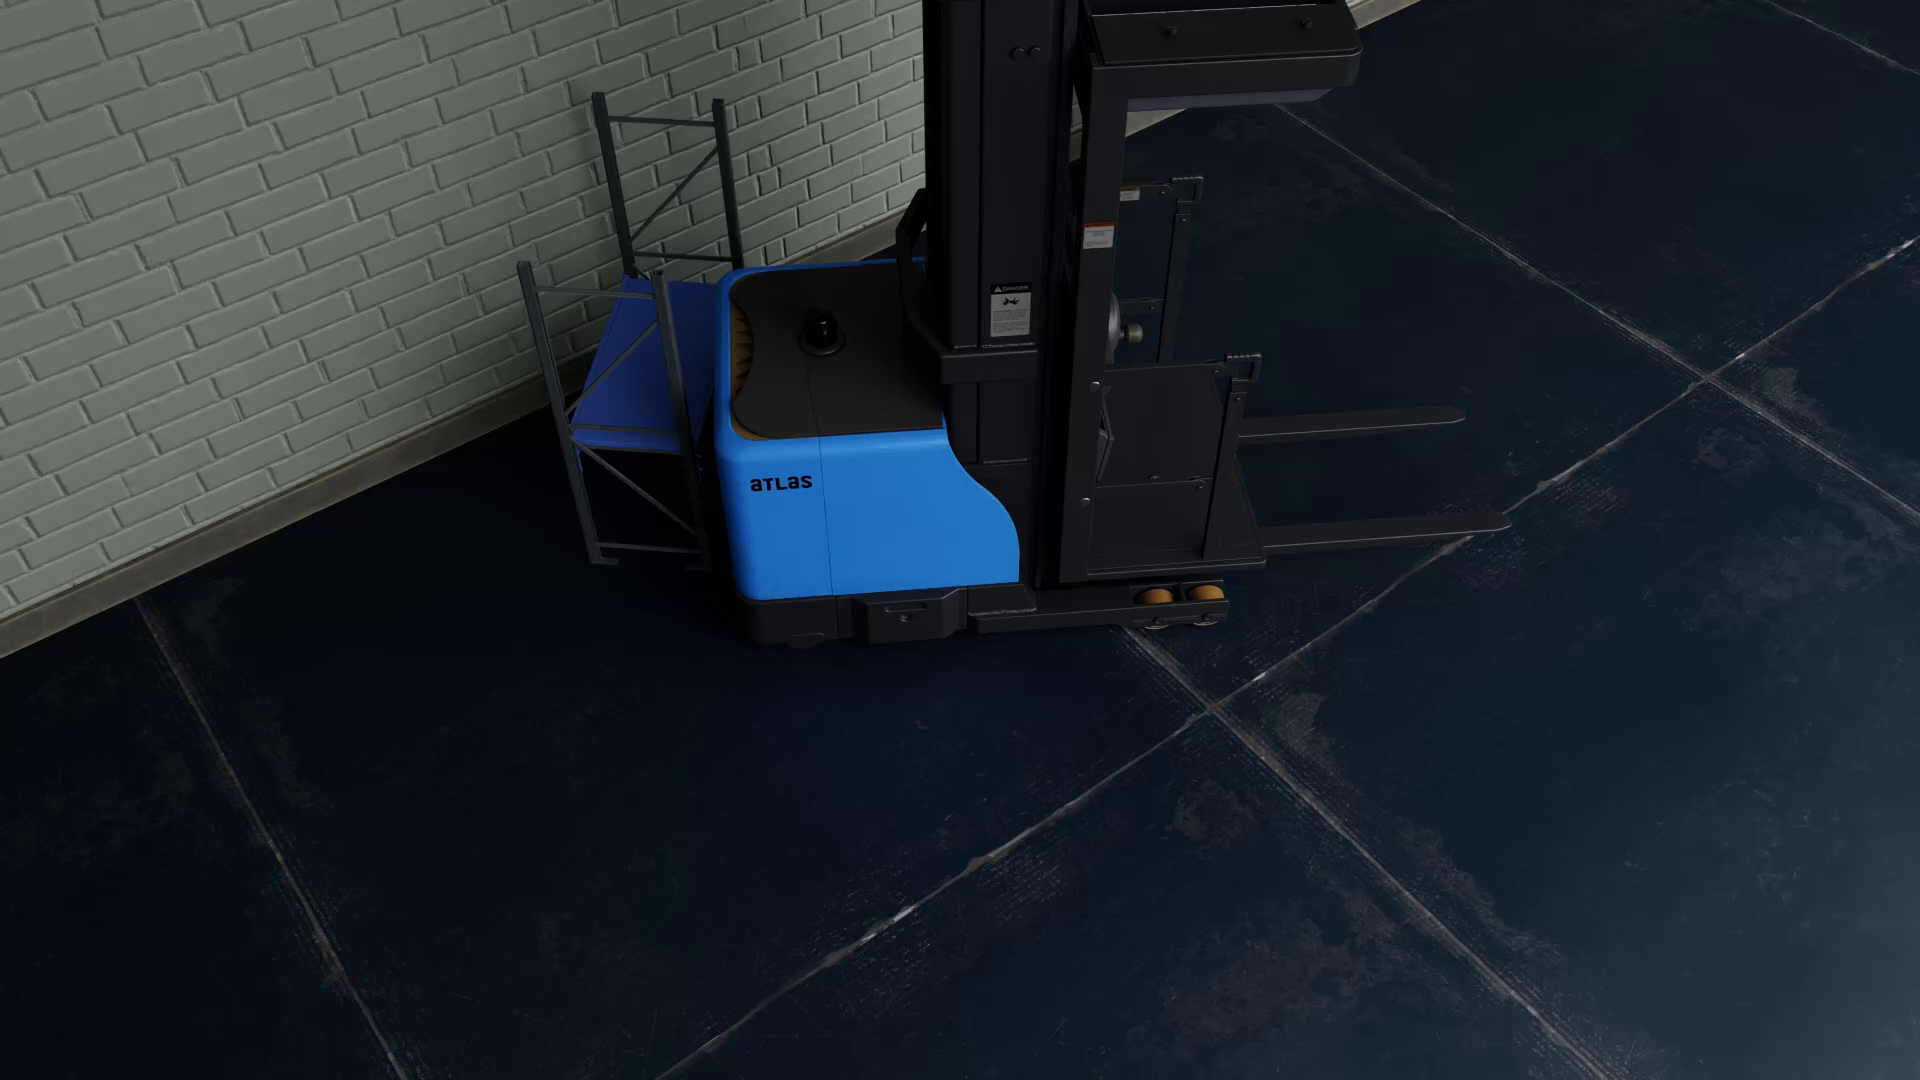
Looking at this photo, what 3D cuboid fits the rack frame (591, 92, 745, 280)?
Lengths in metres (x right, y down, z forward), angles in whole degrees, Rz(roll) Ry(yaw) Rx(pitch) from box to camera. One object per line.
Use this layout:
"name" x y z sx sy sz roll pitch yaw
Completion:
"rack frame" -1.132 -1.153 6.781 0.500 1.500 0.032 4 48 4

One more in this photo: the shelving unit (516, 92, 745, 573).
"shelving unit" -1.182 -0.778 6.442 0.538 1.500 1.048 4 48 4

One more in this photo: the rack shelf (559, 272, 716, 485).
"rack shelf" -1.182 -0.657 6.575 0.538 0.185 1.000 4 48 4

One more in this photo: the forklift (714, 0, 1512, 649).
"forklift" 0.620 -1.028 5.703 3.031 2.935 1.130 -4 48 -4

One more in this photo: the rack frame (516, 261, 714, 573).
"rack frame" -1.232 -0.403 6.102 0.500 1.500 0.032 4 48 4
